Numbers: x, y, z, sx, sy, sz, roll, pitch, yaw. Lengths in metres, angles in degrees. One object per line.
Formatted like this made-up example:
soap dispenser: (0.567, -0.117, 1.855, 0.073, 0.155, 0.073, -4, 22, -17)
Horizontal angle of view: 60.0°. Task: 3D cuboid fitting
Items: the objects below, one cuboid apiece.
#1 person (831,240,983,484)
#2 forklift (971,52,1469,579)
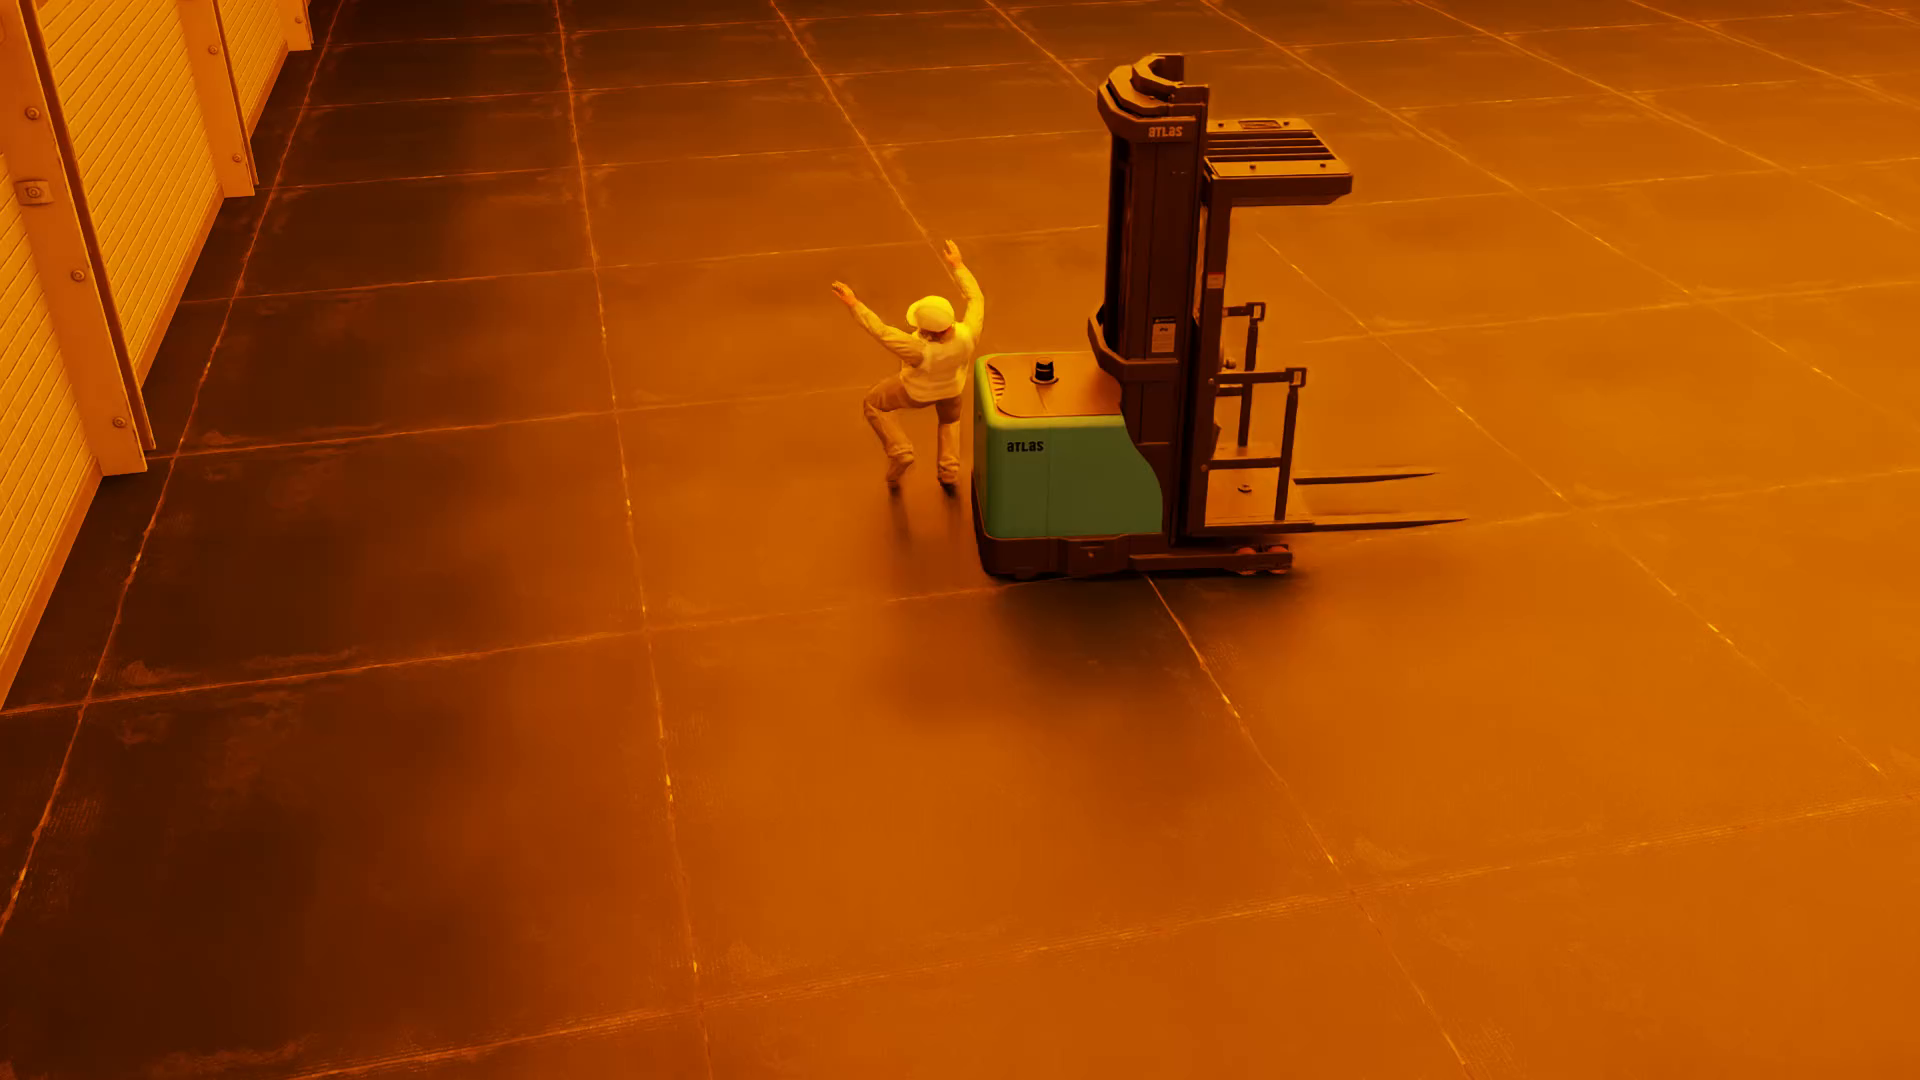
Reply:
person: (-0.330, -1.054, 10.728, 1.008, 1.626, 0.818, -10, 31, -16)
forklift: (1.617, -1.318, 9.850, 3.031, 2.935, 1.130, -2, 30, -4)
